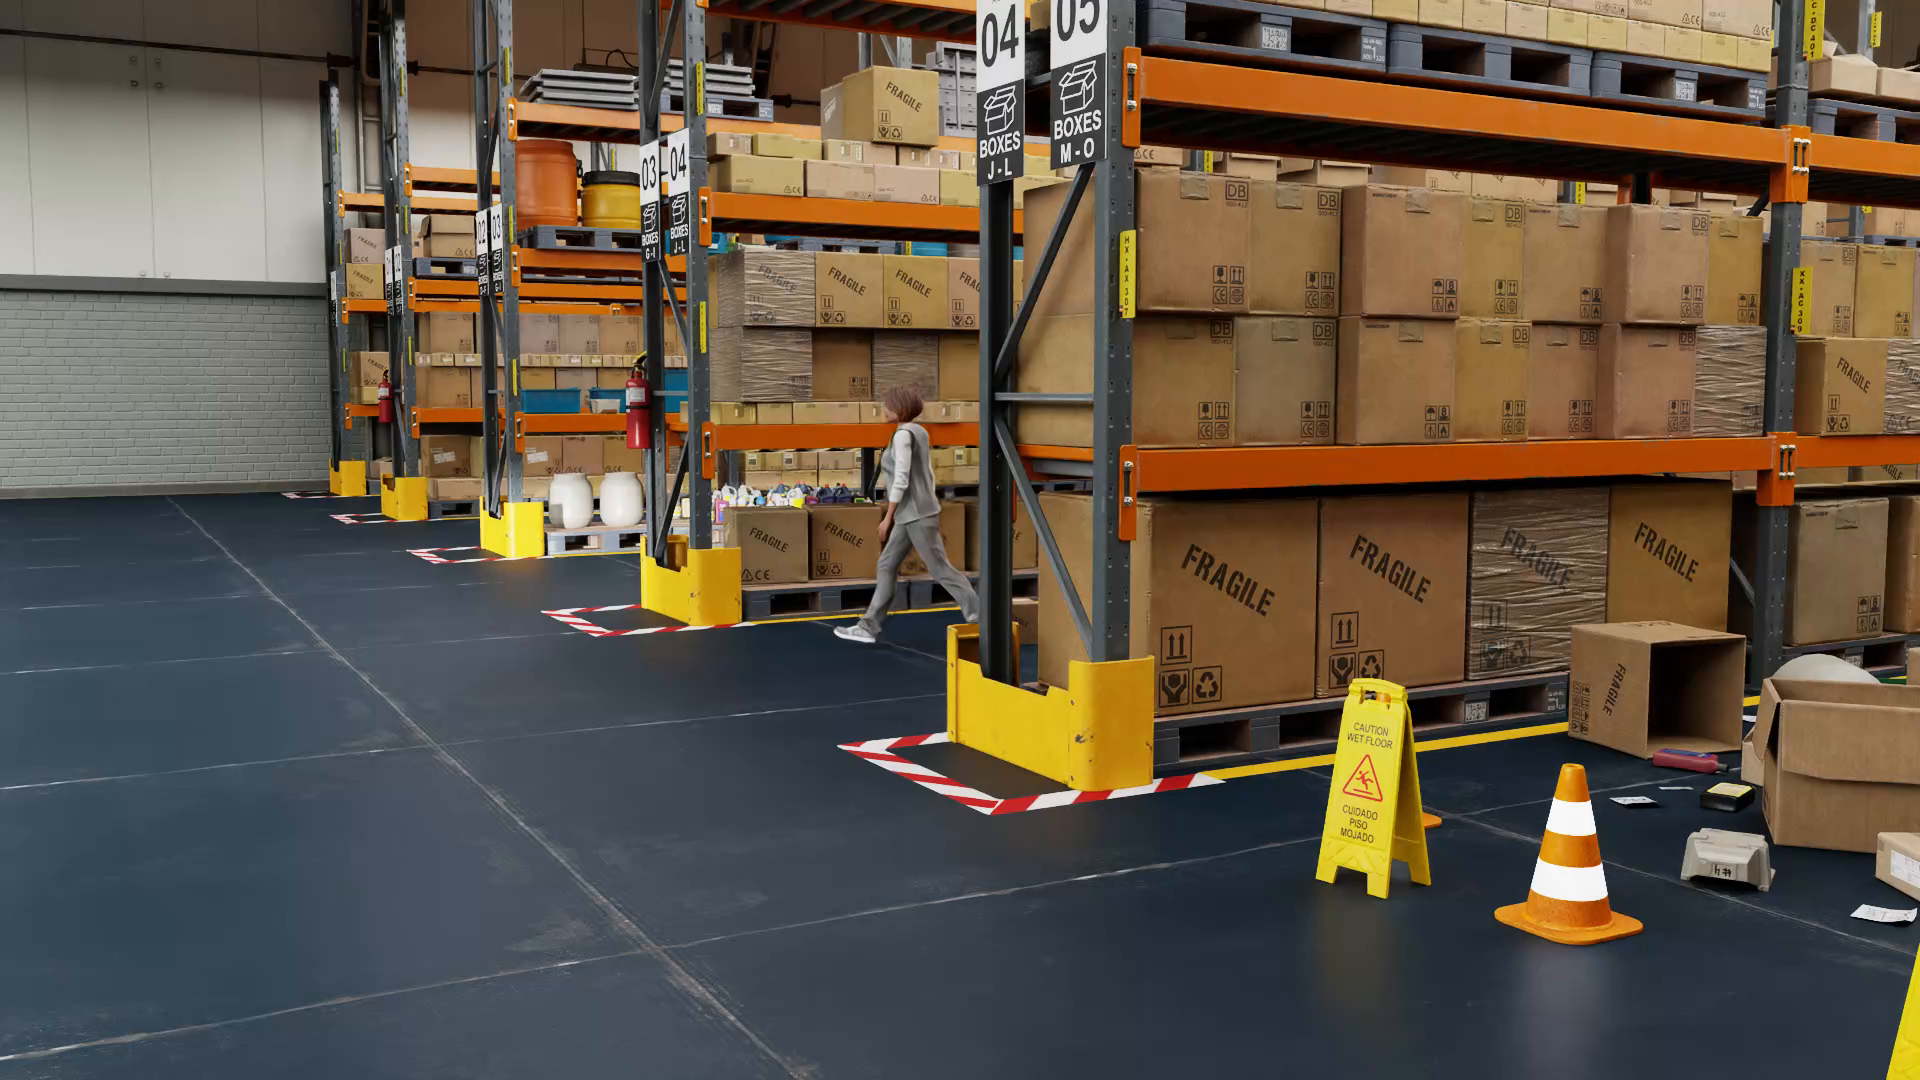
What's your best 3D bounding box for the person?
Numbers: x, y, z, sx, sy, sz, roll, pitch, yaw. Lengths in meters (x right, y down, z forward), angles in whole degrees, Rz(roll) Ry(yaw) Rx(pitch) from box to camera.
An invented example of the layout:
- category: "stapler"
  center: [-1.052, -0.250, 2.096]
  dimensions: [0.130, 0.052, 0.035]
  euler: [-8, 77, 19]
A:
- category: "person"
  center: [-0.278, -0.143, 9.802]
  dimensions: [0.983, 1.533, 0.443]
  euler: [0, 5, 5]
